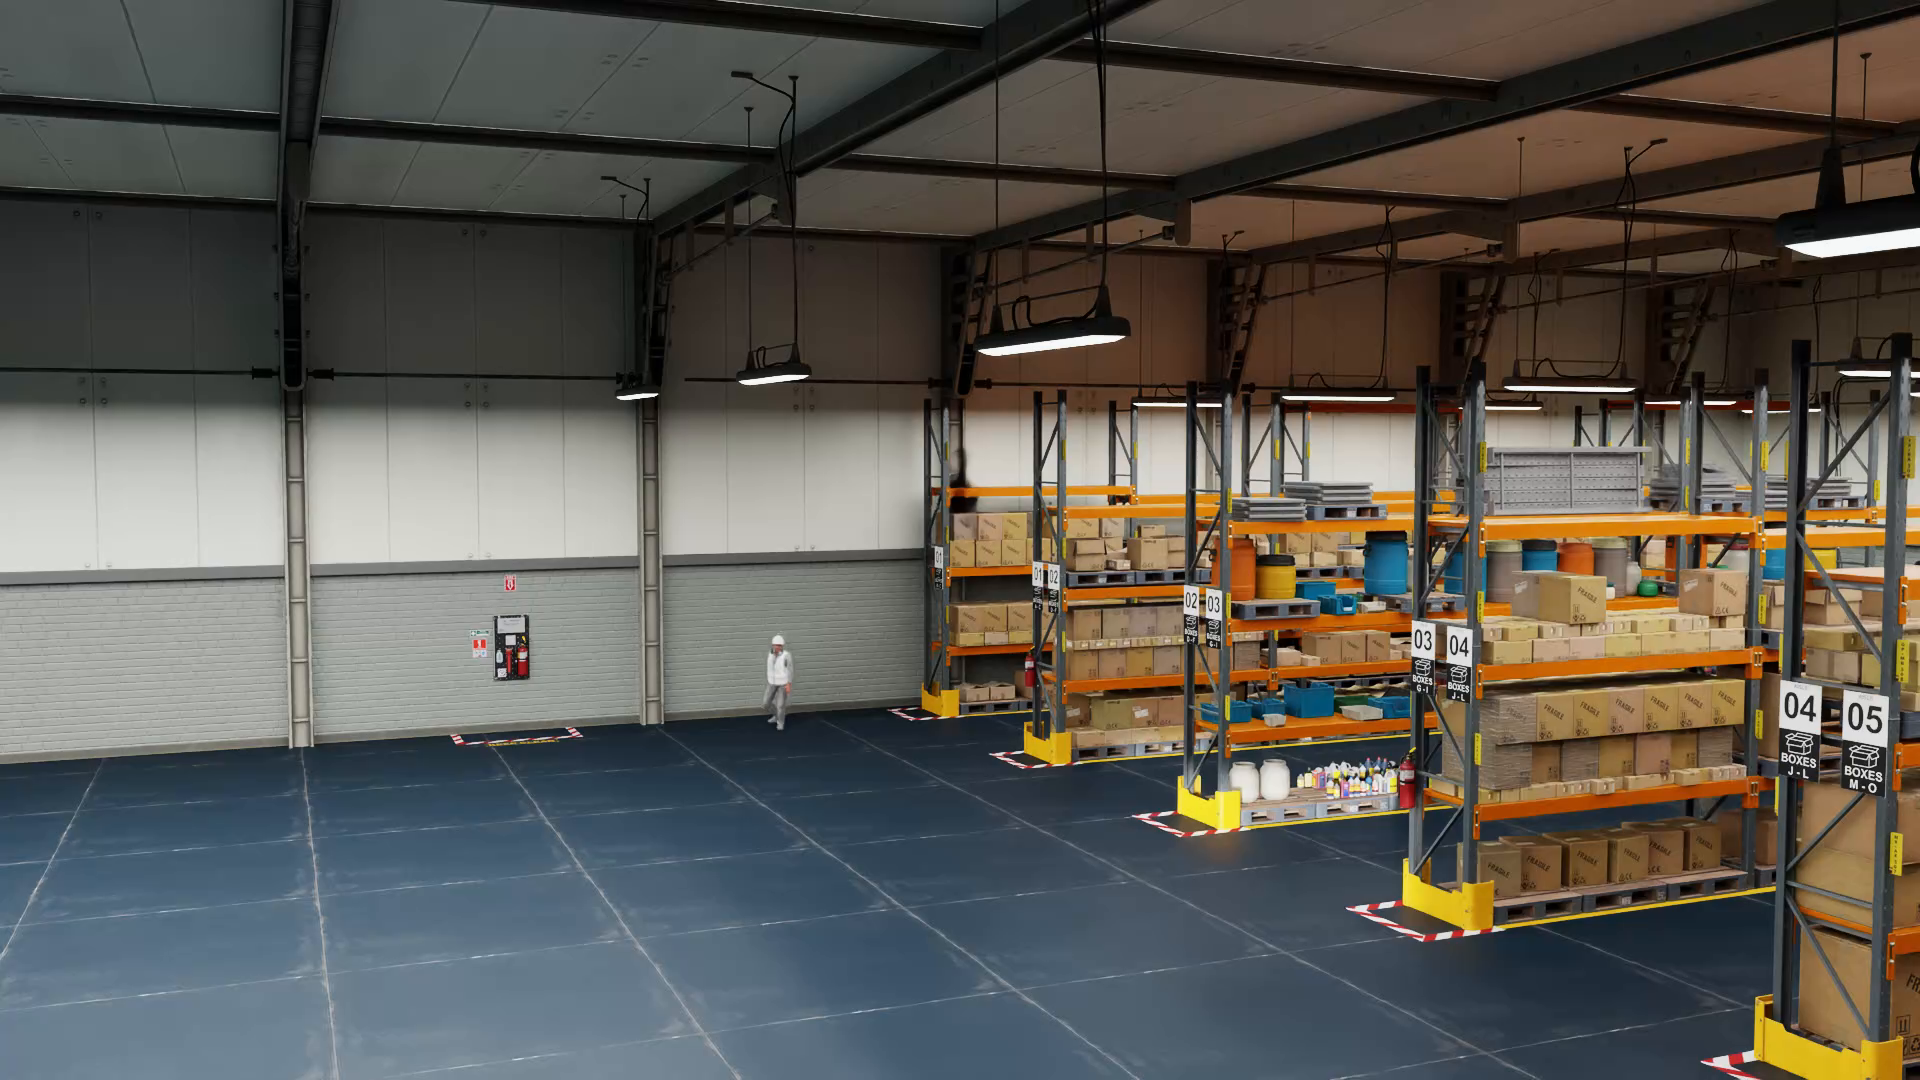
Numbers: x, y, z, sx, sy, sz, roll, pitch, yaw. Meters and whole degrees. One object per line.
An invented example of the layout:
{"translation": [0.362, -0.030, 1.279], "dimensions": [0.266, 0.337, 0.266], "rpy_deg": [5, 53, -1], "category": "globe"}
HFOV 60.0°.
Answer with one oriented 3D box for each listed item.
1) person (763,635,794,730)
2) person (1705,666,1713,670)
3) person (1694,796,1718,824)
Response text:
{"translation": [-3.258, 2.549, 29.827], "dimensions": [0.691, 1.735, 0.600], "rpy_deg": [2, 4, 26], "category": "person"}
{"translation": [16.562, 2.190, 36.155], "dimensions": [0.739, 1.743, 0.851], "rpy_deg": [0, 3, -2], "category": "person"}
{"translation": [9.718, 3.021, 21.827], "dimensions": [0.791, 1.702, 0.678], "rpy_deg": [-1, 3, -14], "category": "person"}
